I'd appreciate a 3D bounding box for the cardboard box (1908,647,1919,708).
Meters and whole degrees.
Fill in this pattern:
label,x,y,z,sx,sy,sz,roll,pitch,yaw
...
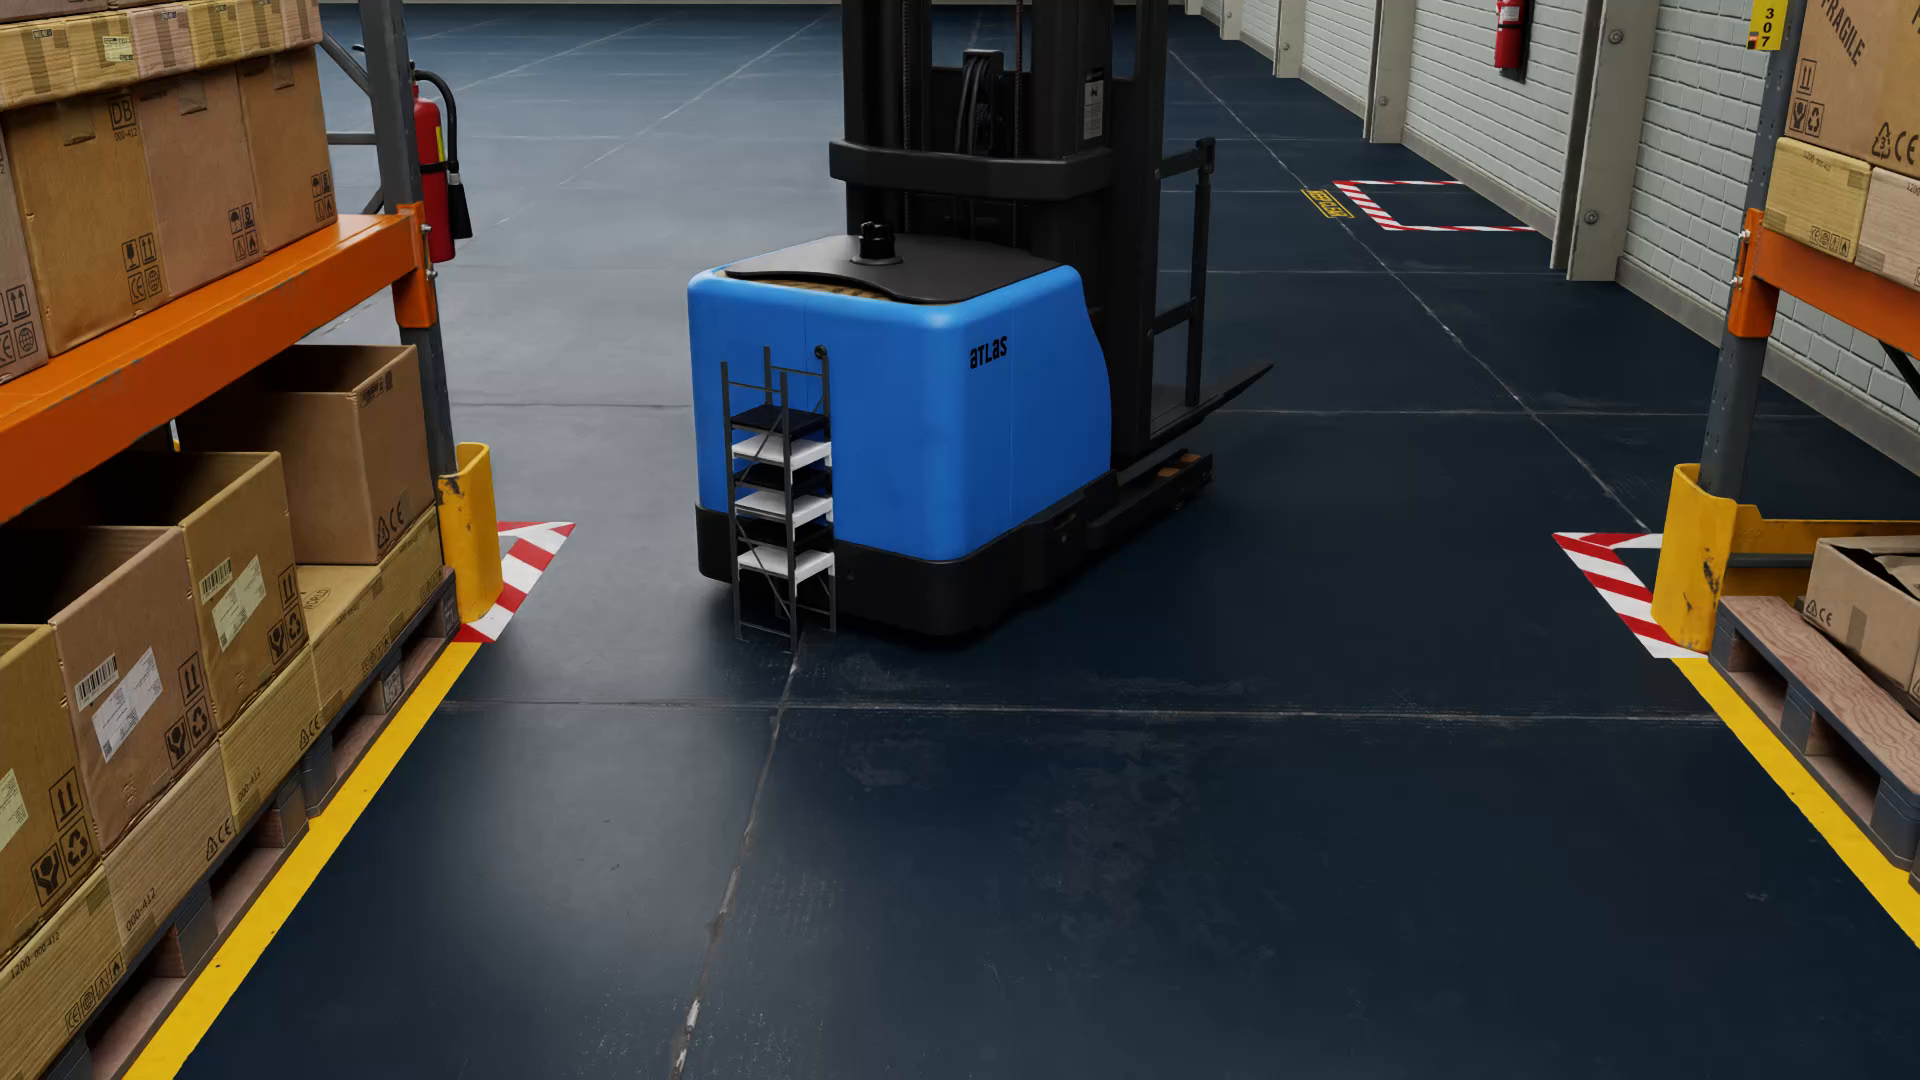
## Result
label,x,y,z,sx,sy,sz,roll,pitch,yaw
cardboard box,2.699,0.369,4.041,0.500,0.311,0.500,2,21,6

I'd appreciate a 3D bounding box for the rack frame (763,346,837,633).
label,x,y,z,sx,sy,sz,roll,pitch,yaw
rack frame,-0.495,-0.148,5.166,0.240,0.900,0.006,13,25,29

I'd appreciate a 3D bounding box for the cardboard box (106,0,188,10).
label,x,y,z,sx,sy,sz,roll,pitch,yaw
cardboard box,-2.163,-1.461,3.717,0.700,0.500,0.500,0,21,0

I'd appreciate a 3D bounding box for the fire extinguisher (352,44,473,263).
label,x,y,z,sx,sy,sz,roll,pitch,yaw
fire extinguisher,-1.656,-1.190,5.055,0.296,0.674,0.183,1,21,2

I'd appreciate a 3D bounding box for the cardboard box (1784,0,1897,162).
label,x,y,z,sx,sy,sz,roll,pitch,yaw
cardboard box,2.512,-1.255,4.259,0.500,0.500,0.500,1,21,2

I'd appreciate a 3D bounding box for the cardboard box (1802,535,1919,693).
label,x,y,z,sx,sy,sz,roll,pitch,yaw
cardboard box,2.716,0.163,4.572,0.500,0.311,0.500,-2,21,-4

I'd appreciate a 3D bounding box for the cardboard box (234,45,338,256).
label,x,y,z,sx,sy,sz,roll,pitch,yaw
cardboard box,-2.151,-1.066,4.491,0.700,0.500,0.500,1,21,2

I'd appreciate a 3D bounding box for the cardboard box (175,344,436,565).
label,x,y,z,sx,sy,sz,roll,pitch,yaw
cardboard box,-1.843,-0.254,4.722,0.500,0.500,0.500,1,21,2

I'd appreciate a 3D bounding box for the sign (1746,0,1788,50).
label,x,y,z,sx,sy,sz,roll,pitch,yaw
sign,2.285,-1.544,4.666,0.100,0.325,0.005,1,21,2

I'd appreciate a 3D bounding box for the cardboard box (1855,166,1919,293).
label,x,y,z,sx,sy,sz,roll,pitch,yaw
cardboard box,2.494,-0.713,3.901,0.500,0.250,0.500,0,21,0

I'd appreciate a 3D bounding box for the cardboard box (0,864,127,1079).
label,x,y,z,sx,sy,sz,roll,pitch,yaw
cardboard box,-1.888,0.819,2.993,0.500,0.250,0.500,1,21,2

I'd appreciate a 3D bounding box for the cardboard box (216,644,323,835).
label,x,y,z,sx,sy,sz,roll,pitch,yaw
cardboard box,-1.862,0.457,3.925,0.500,0.250,0.500,1,21,2

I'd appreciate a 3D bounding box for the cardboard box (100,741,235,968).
label,x,y,z,sx,sy,sz,roll,pitch,yaw
cardboard box,-1.879,0.638,3.459,0.500,0.250,0.500,1,21,2

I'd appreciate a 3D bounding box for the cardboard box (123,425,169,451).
label,x,y,z,sx,sy,sz,roll,pitch,yaw
cardboard box,-2.376,-0.079,4.271,0.500,0.500,0.500,1,21,2

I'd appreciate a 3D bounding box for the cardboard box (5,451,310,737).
label,x,y,z,sx,sy,sz,roll,pitch,yaw
cardboard box,-1.859,0.107,3.790,0.500,0.500,0.500,1,21,2

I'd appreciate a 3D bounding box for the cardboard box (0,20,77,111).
label,x,y,z,sx,sy,sz,roll,pitch,yaw
cardboard box,-1.983,-0.929,3.241,0.380,0.149,0.250,1,21,3

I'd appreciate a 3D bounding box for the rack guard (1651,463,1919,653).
label,x,y,z,sx,sy,sz,roll,pitch,yaw
rack guard,2.825,0.058,5.189,1.175,0.500,0.348,1,21,2

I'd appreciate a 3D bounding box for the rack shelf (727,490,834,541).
label,x,y,z,sx,sy,sz,roll,pitch,yaw
rack shelf,-0.548,-0.085,5.097,0.258,0.077,0.200,13,25,29

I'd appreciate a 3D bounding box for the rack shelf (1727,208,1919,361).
label,x,y,z,sx,sy,sz,roll,pitch,yaw
rack shelf,2.767,-0.076,3.074,1.077,0.370,4.000,1,21,2

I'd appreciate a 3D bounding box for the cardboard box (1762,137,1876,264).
label,x,y,z,sx,sy,sz,roll,pitch,yaw
cardboard box,2.495,-0.901,4.385,0.500,0.250,0.500,0,21,0

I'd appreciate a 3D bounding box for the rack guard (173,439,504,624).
label,x,y,z,sx,sy,sz,roll,pitch,yaw
rack guard,-2.123,-0.031,5.419,1.175,0.500,0.348,1,21,2

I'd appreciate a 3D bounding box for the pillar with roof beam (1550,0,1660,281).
label,x,y,z,sx,sy,sz,roll,pitch,yaw
pillar with roof beam,-0.450,-5.886,8.758,9.100,9.000,0.400,1,21,2

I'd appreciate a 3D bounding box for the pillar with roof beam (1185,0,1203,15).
label,x,y,z,sx,sy,sz,roll,pitch,yaw
pillar with roof beam,0.280,-14.563,31.123,9.100,9.000,0.400,1,21,2

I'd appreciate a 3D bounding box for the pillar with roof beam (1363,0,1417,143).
label,x,y,z,sx,sy,sz,roll,pitch,yaw
pillar with roof beam,-0.267,-8.055,14.349,9.100,9.000,0.400,1,21,2

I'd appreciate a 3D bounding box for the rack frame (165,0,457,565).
label,x,y,z,sx,sy,sz,roll,pitch,yaw
rack frame,-2.124,-1.188,4.944,1.000,3.000,0.127,1,21,2

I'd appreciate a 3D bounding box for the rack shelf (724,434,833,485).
label,x,y,z,sx,sy,sz,roll,pitch,yaw
rack shelf,-0.548,-0.253,5.032,0.258,0.077,0.200,13,25,29

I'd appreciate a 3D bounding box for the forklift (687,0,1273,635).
label,x,y,z,sx,sy,sz,roll,pitch,yaw
forklift,0.328,-1.558,5.992,1.130,2.935,3.031,13,25,29

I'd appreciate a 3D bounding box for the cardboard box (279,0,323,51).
label,x,y,z,sx,sy,sz,roll,pitch,yaw
cardboard box,-1.945,-1.397,4.447,0.380,0.149,0.250,0,21,1

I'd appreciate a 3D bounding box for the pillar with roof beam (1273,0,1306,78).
label,x,y,z,sx,sy,sz,roll,pitch,yaw
pillar with roof beam,-0.085,-10.225,19.941,9.100,9.000,0.400,1,21,2

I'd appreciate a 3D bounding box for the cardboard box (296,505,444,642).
label,x,y,z,sx,sy,sz,roll,pitch,yaw
cardboard box,-1.845,0.095,4.857,0.500,0.250,0.500,1,21,2

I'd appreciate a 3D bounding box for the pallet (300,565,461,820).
label,x,y,z,sx,sy,sz,roll,pitch,yaw
pallet,-2.106,0.389,4.735,1.003,0.211,1.213,1,21,2

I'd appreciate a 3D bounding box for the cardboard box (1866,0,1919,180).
label,x,y,z,sx,sy,sz,roll,pitch,yaw
cardboard box,2.487,-1.076,3.798,0.500,0.500,0.500,1,21,2

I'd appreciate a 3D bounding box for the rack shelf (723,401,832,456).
label,x,y,z,sx,sy,sz,roll,pitch,yaw
rack shelf,-0.548,-0.337,4.999,0.258,0.077,0.200,13,25,29

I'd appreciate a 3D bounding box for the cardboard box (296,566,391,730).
label,x,y,z,sx,sy,sz,roll,pitch,yaw
cardboard box,-1.848,0.276,4.391,0.500,0.250,0.500,1,21,2

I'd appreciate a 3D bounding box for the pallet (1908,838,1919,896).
label,x,y,z,sx,sy,sz,roll,pitch,yaw
pallet,2.725,0.926,3.351,1.003,0.211,1.213,1,21,2

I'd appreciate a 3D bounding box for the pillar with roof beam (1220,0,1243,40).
label,x,y,z,sx,sy,sz,roll,pitch,yaw
pillar with roof beam,0.098,-12.394,25.532,9.100,9.000,0.400,1,21,2

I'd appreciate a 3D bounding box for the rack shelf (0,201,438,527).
label,x,y,z,sx,sy,sz,roll,pitch,yaw
rack shelf,-2.185,-0.130,3.211,1.077,0.370,4.000,1,21,2

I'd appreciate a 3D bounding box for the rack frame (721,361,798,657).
label,x,y,z,sx,sy,sz,roll,pitch,yaw
rack frame,-0.602,-0.085,5.004,0.240,0.900,0.006,13,25,29

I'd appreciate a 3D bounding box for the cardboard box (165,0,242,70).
label,x,y,z,sx,sy,sz,roll,pitch,yaw
cardboard box,-1.960,-1.210,3.965,0.380,0.149,0.250,0,21,1

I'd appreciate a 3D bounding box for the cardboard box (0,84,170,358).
label,x,y,z,sx,sy,sz,roll,pitch,yaw
cardboard box,-2.183,-0.697,3.539,0.700,0.500,0.500,1,21,2

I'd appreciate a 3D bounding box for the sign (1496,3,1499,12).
label,x,y,z,sx,sy,sz,roll,pitch,yaw
sign,4.086,-4.150,12.529,0.001,0.329,0.234,1,21,2

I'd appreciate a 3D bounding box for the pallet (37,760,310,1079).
label,x,y,z,sx,sy,sz,roll,pitch,yaw
pallet,-2.145,0.829,3.601,1.003,0.211,1.213,1,21,2

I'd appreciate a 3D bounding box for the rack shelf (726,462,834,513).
label,x,y,z,sx,sy,sz,roll,pitch,yaw
rack shelf,-0.548,-0.169,5.064,0.258,0.077,0.200,13,25,29

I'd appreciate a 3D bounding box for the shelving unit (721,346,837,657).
label,x,y,z,sx,sy,sz,roll,pitch,yaw
shelving unit,-0.548,-0.116,5.085,0.258,0.900,0.210,13,25,29

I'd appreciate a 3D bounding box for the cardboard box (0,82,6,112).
label,x,y,z,sx,sy,sz,roll,pitch,yaw
cardboard box,-1.990,-0.836,3.002,0.380,0.149,0.250,0,21,1

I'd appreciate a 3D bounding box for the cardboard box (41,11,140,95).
label,x,y,z,sx,sy,sz,roll,pitch,yaw
cardboard box,-1.977,-1.024,3.486,0.380,0.149,0.250,1,21,3

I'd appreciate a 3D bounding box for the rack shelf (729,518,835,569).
label,x,y,z,sx,sy,sz,roll,pitch,yaw
rack shelf,-0.548,-0.001,5.130,0.258,0.077,0.200,13,25,29

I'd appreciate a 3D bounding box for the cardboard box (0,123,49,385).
label,x,y,z,sx,sy,sz,roll,pitch,yaw
cardboard box,-2.196,-0.506,3.049,0.700,0.500,0.500,1,21,3

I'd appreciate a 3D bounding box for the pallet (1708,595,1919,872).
label,x,y,z,sx,sy,sz,roll,pitch,yaw
pallet,2.765,0.486,4.485,1.003,0.211,1.213,1,21,2

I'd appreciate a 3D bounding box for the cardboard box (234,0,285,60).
label,x,y,z,sx,sy,sz,roll,pitch,yaw
cardboard box,-1.952,-1.302,4.203,0.380,0.149,0.250,1,21,3

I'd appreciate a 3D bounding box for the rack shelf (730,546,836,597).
label,x,y,z,sx,sy,sz,roll,pitch,yaw
rack shelf,-0.548,0.082,5.162,0.258,0.077,0.200,13,25,29

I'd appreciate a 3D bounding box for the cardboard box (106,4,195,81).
label,x,y,z,sx,sy,sz,roll,pitch,yaw
cardboard box,-1.969,-1.119,3.731,0.380,0.149,0.250,1,21,2

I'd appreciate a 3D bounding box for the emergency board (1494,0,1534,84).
label,x,y,z,sx,sy,sz,roll,pitch,yaw
emergency board,3.966,-3.935,12.023,0.194,1.169,0.643,1,21,2

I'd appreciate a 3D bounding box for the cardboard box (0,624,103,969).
label,x,y,z,sx,sy,sz,roll,pitch,yaw
cardboard box,-1.889,0.469,2.858,0.500,0.500,0.500,1,21,2

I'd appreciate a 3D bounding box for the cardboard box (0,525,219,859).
label,x,y,z,sx,sy,sz,roll,pitch,yaw
cardboard box,-1.875,0.288,3.324,0.500,0.500,0.500,1,21,2

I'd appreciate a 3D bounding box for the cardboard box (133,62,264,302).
label,x,y,z,sx,sy,sz,roll,pitch,yaw
cardboard box,-2.162,-0.876,4.002,0.700,0.500,0.500,1,21,3

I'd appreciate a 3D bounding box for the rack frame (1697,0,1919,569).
label,x,y,z,sx,sy,sz,roll,pitch,yaw
rack frame,2.827,-1.135,4.807,1.000,3.000,0.127,1,21,2

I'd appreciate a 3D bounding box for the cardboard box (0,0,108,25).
label,x,y,z,sx,sy,sz,roll,pitch,yaw
cardboard box,-2.178,-1.279,3.247,0.700,0.500,0.500,1,21,2
